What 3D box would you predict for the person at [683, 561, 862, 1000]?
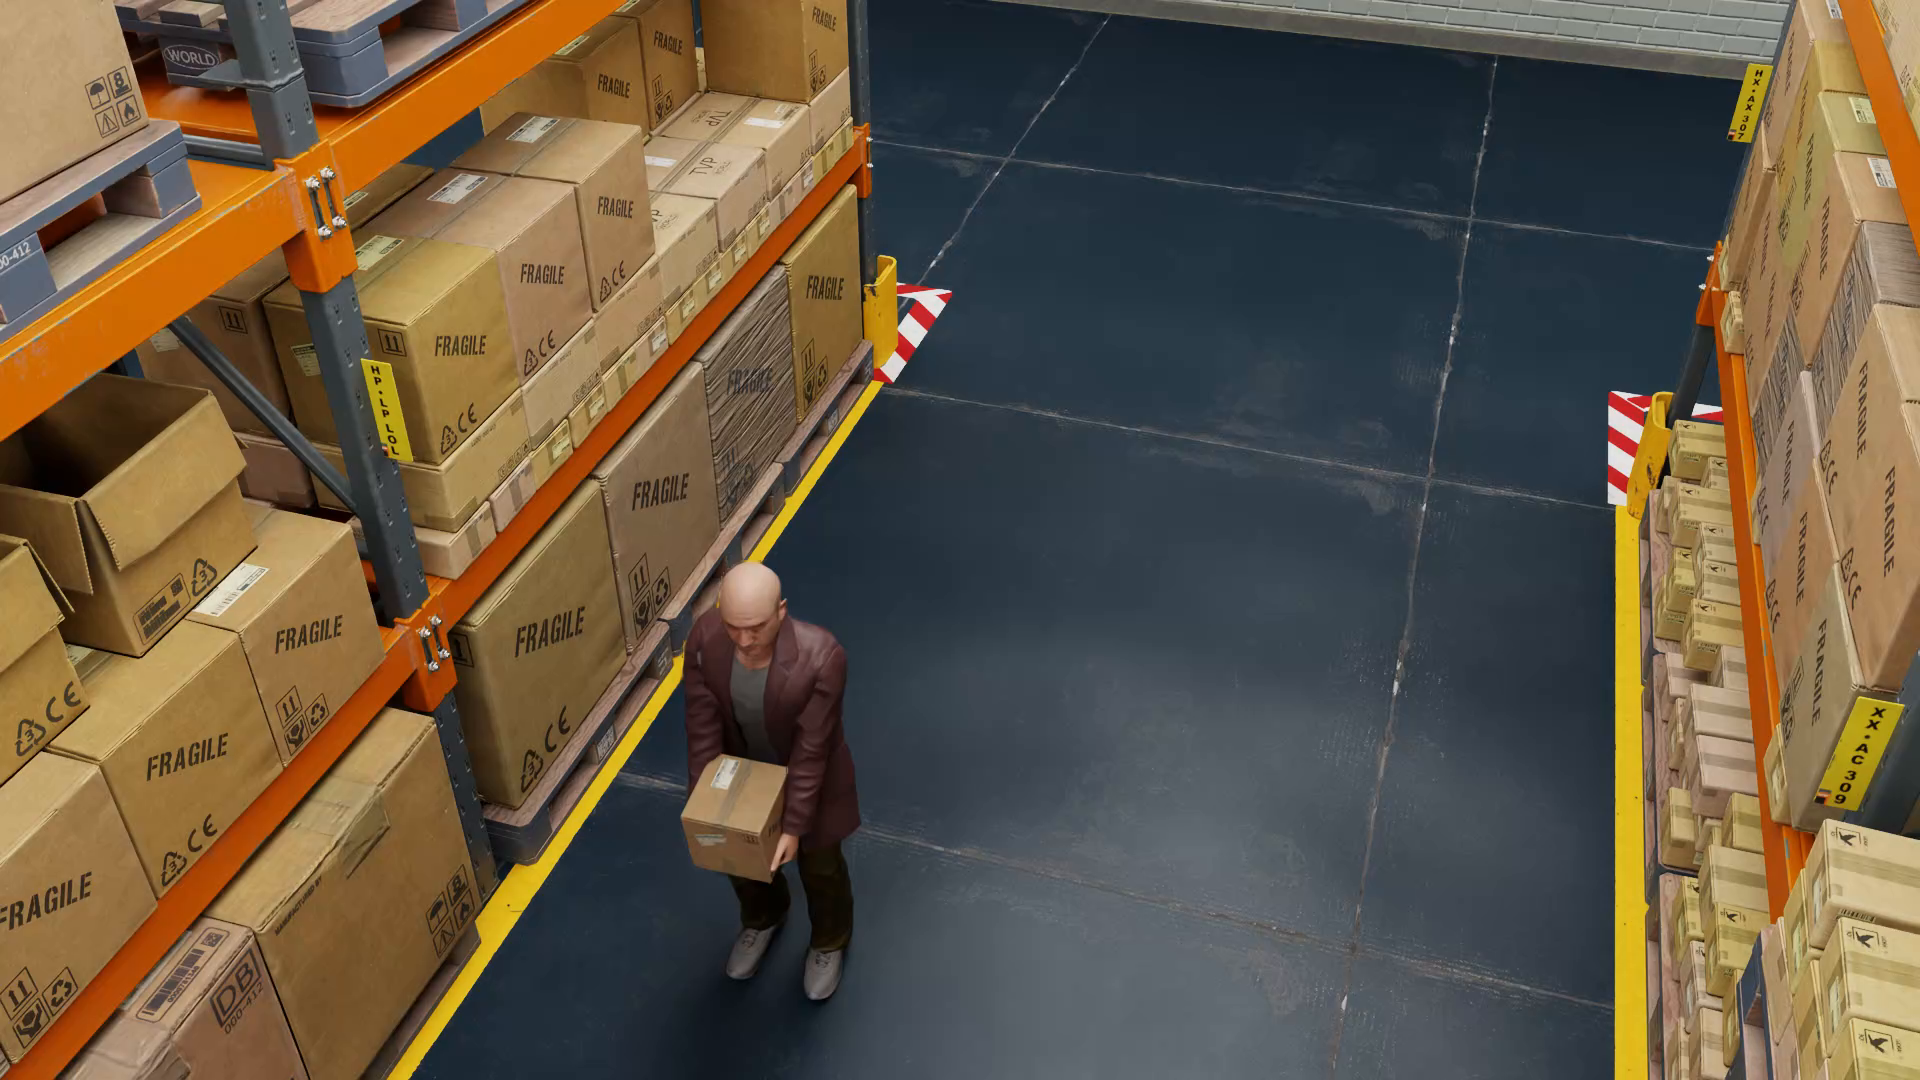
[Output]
[{"bbox_3d":[-0.597,0.763,5.153,0.531,1.760,0.591,10,38,13],"label":"person"}]
